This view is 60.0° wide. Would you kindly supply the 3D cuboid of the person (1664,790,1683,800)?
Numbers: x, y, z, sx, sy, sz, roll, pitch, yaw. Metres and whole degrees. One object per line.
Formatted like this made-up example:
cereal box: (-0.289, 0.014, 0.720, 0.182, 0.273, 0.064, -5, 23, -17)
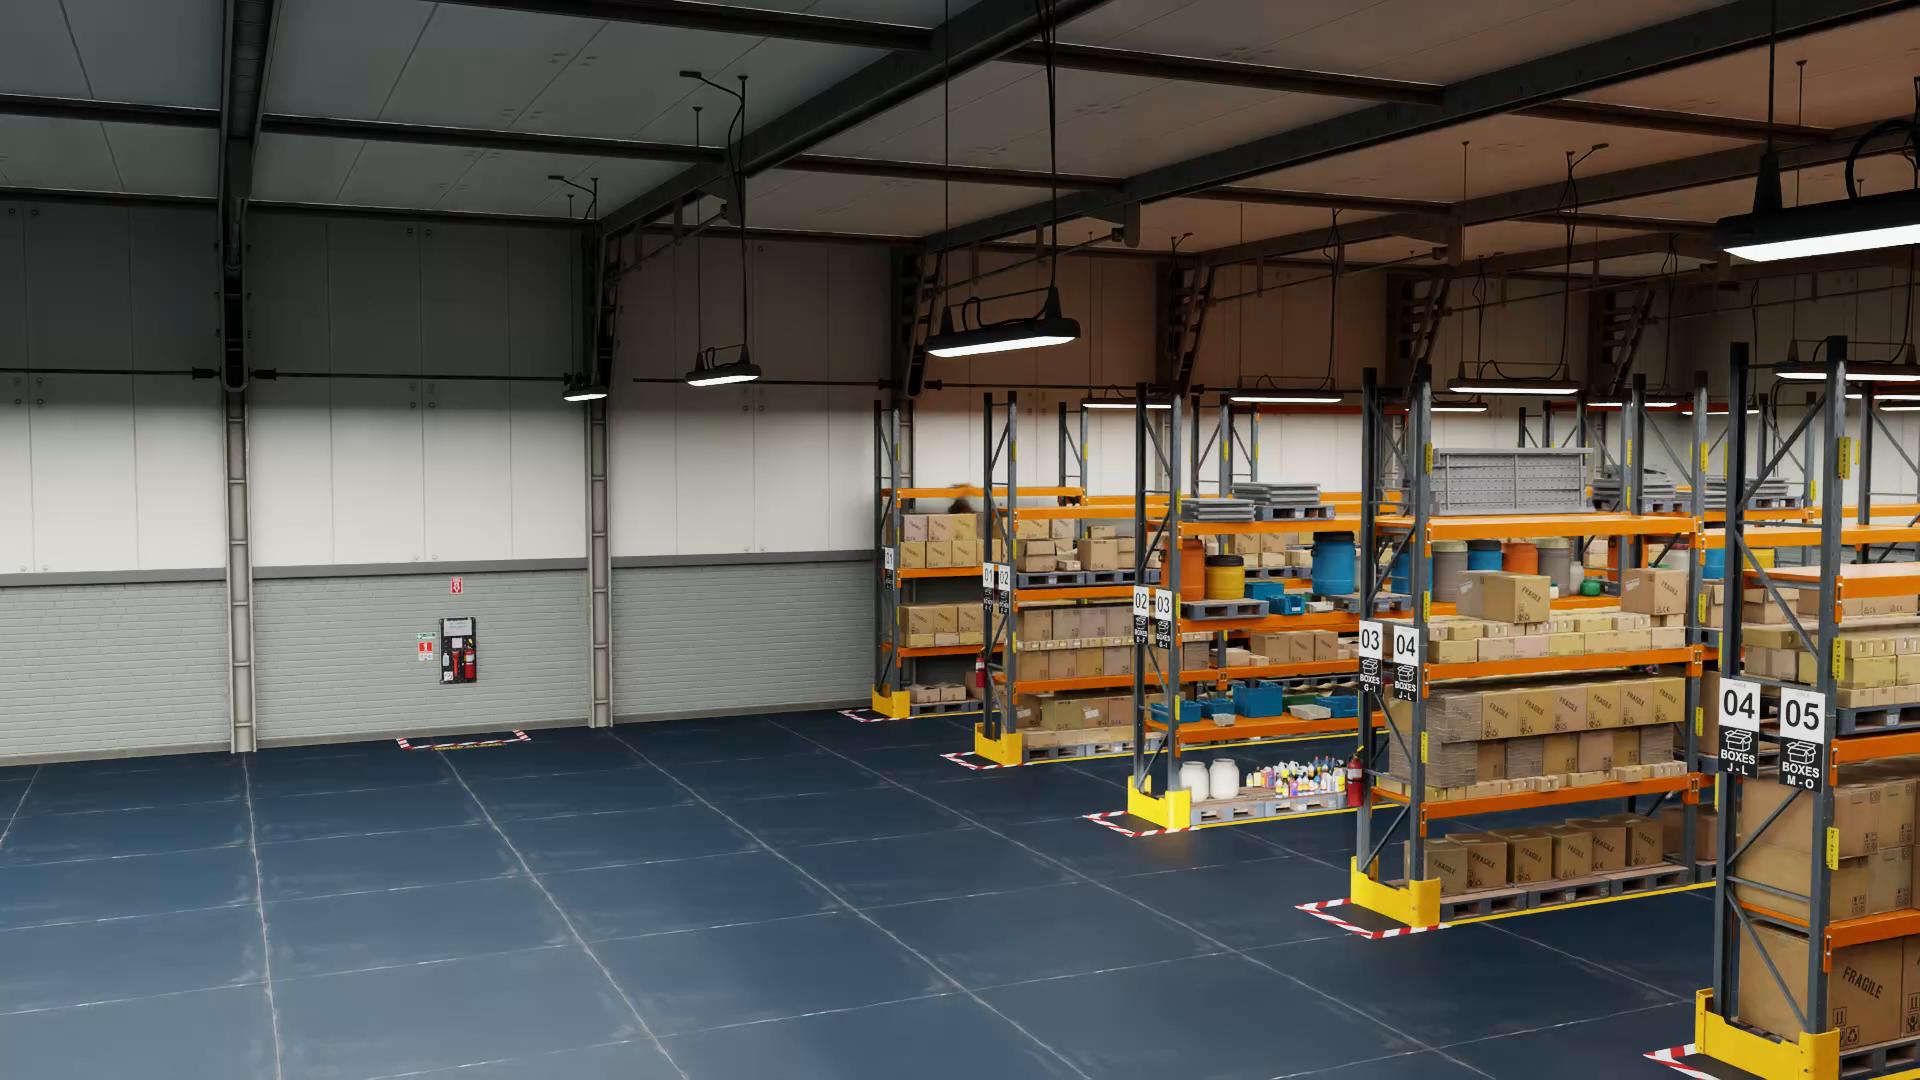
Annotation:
person: (10.440, 2.869, 24.228, 1.009, 1.738, 0.692, -2, 4, -31)
